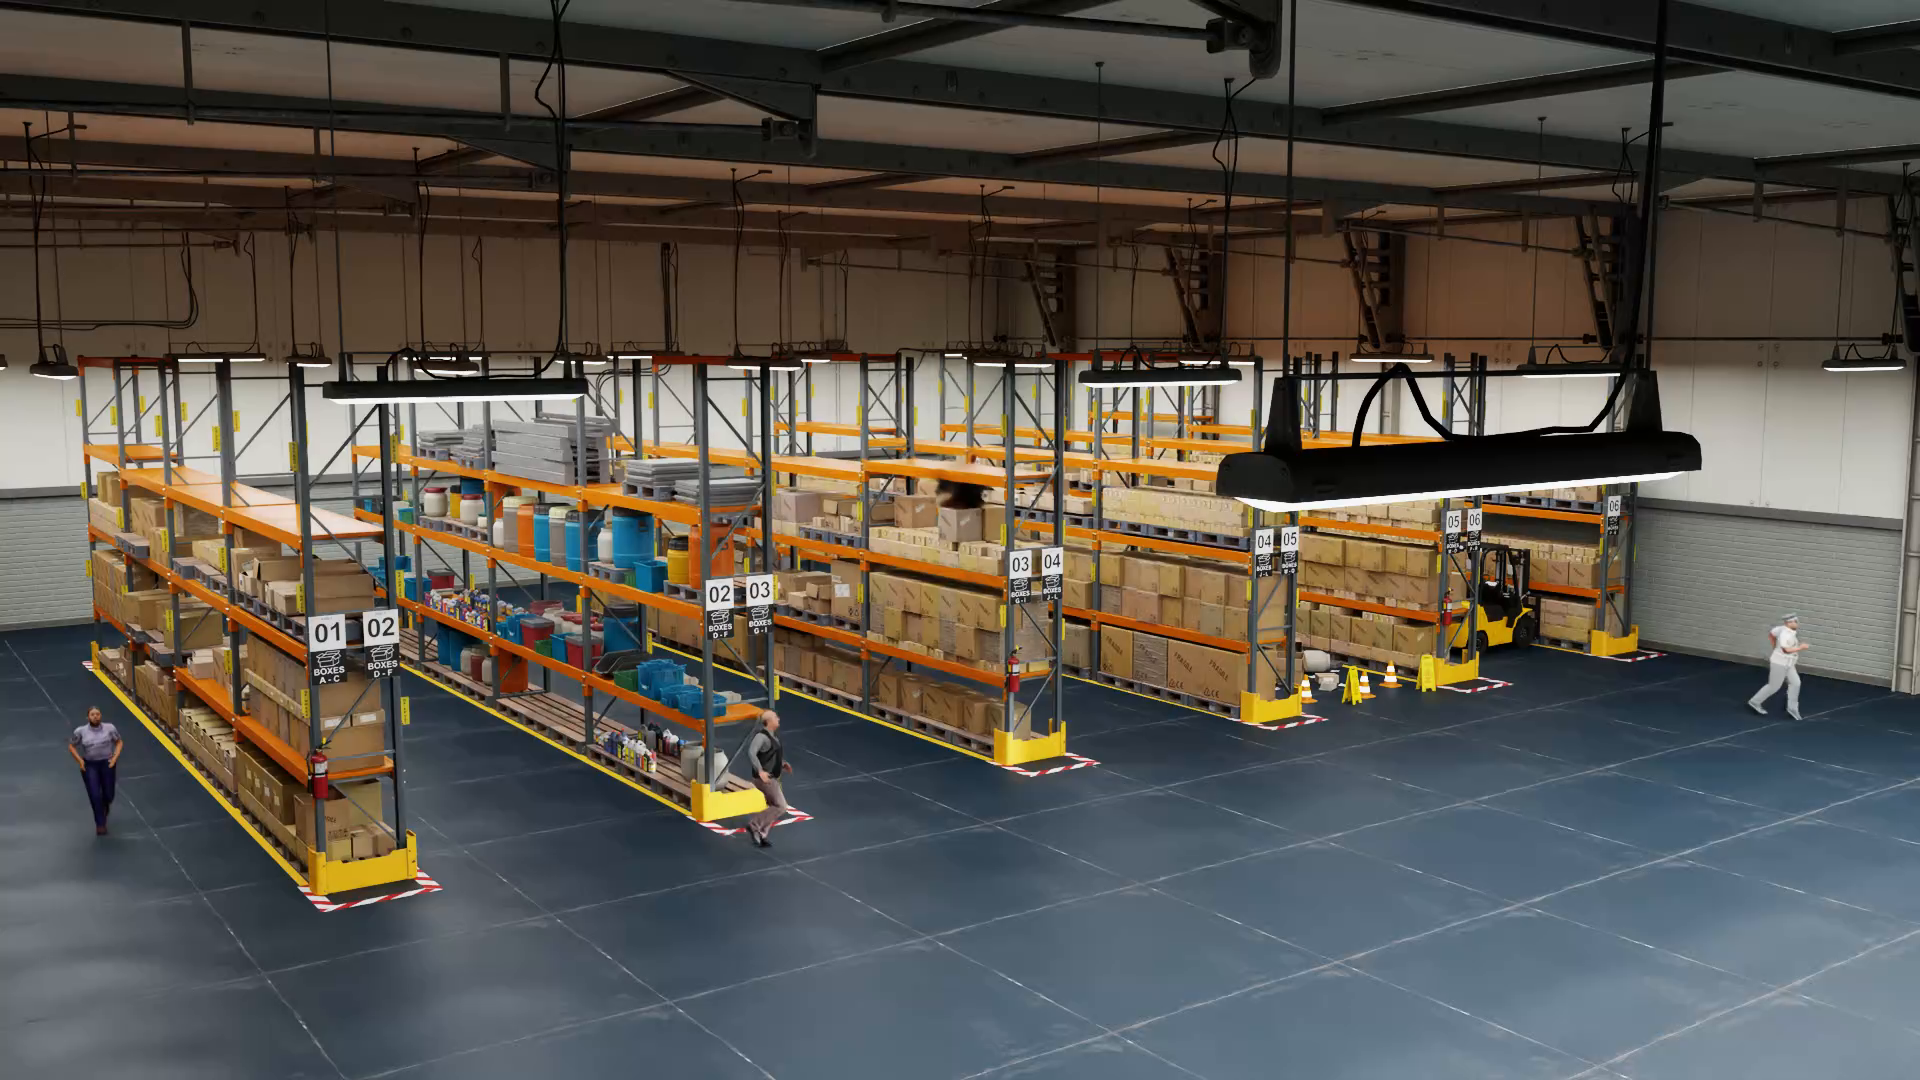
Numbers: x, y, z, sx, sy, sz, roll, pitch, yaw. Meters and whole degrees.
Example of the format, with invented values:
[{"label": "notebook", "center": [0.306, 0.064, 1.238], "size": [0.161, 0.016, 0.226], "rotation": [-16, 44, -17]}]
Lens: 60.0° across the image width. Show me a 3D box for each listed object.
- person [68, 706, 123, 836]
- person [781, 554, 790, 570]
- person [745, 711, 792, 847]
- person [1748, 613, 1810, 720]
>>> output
[{"label": "person", "center": [-11.147, 2.937, 21.486], "size": [0.618, 1.629, 0.742], "rotation": [-5, 8, -35]}, {"label": "person", "center": [-4.346, 0.419, 42.099], "size": [0.612, 1.677, 0.577], "rotation": [-7, 10, -44]}, {"label": "person", "center": [-2.387, 2.985, 20.906], "size": [0.548, 1.676, 0.686], "rotation": [0, 7, 4]}, {"label": "person", "center": [13.685, 2.115, 27.766], "size": [0.884, 1.866, 0.643], "rotation": [5, 8, 34]}]
